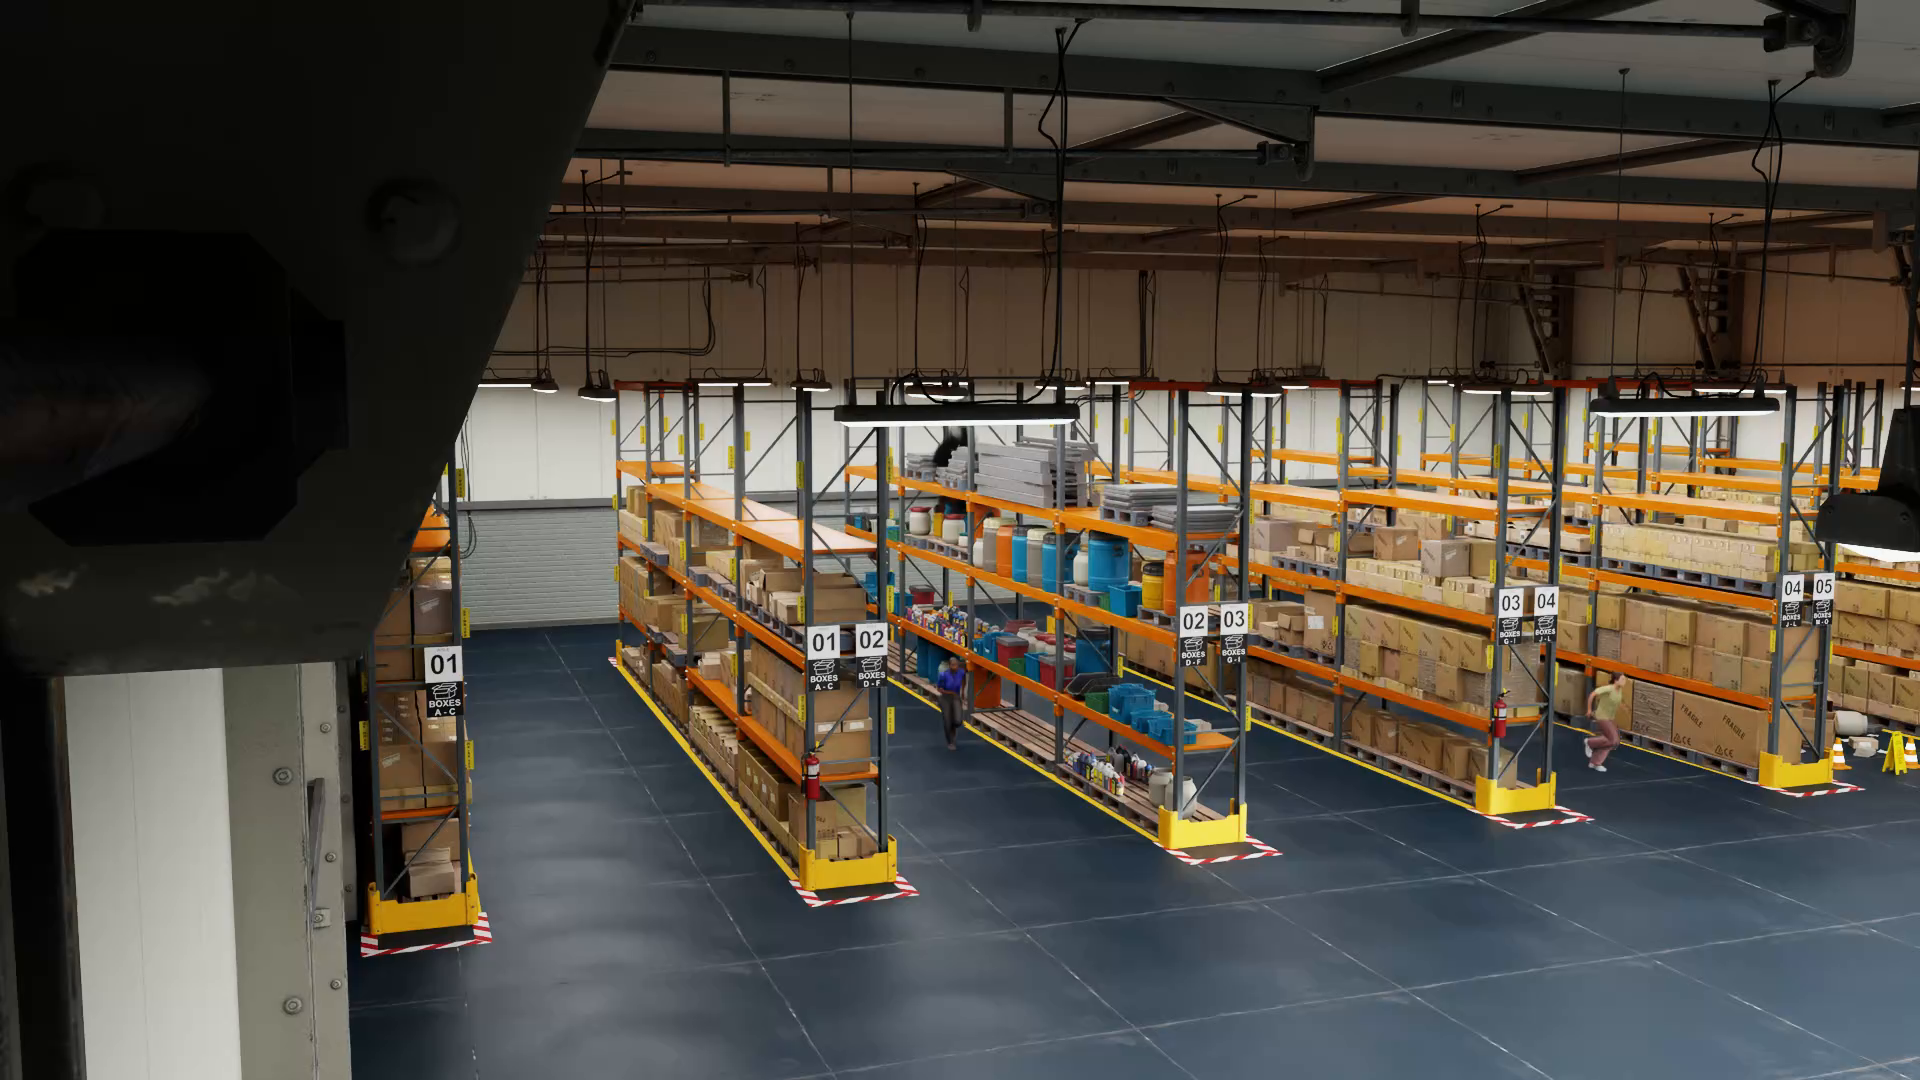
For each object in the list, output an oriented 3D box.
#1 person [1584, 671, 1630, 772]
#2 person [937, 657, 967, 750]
[{"bbox_3d":[10.092,2.814,25.919,0.570,1.597,0.673,-6,8,-43],"label":"person"},{"bbox_3d":[-0.113,2.681,27.257,0.561,1.580,0.671,-1,6,-14],"label":"person"}]
